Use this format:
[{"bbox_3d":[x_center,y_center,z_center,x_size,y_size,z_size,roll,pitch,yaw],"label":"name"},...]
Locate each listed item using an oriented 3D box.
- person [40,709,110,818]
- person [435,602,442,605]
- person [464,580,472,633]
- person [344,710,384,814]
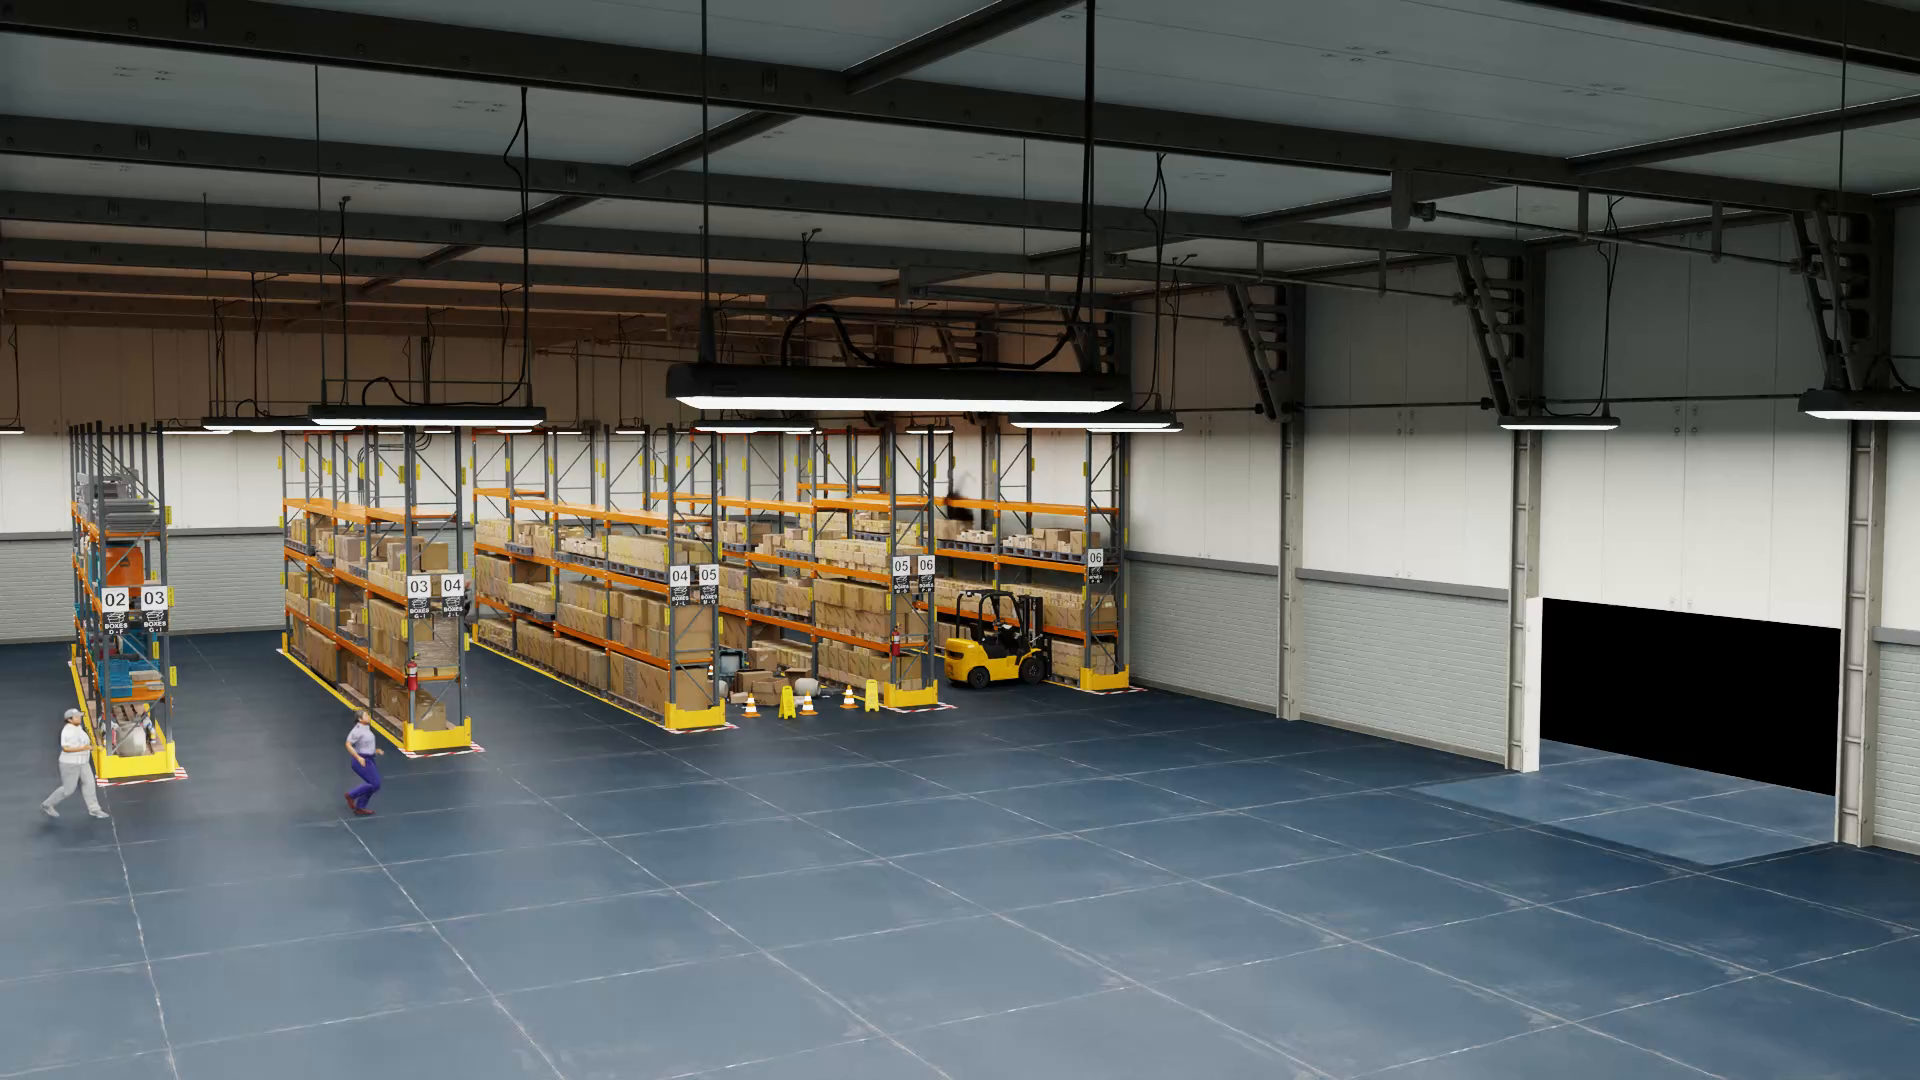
[{"bbox_3d":[-13.216,3.345,24.786,0.925,1.674,0.608,0,4,-6],"label":"person"},{"bbox_3d":[-14.520,2.066,45.658,0.585,1.673,0.902,0,4,-8],"label":"person"},{"bbox_3d":[-14.291,1.963,47.765,0.699,1.649,0.760,-1,4,-21],"label":"person"},{"bbox_3d":[-9.039,3.368,25.227,0.546,1.603,0.611,0,4,-7],"label":"person"}]
